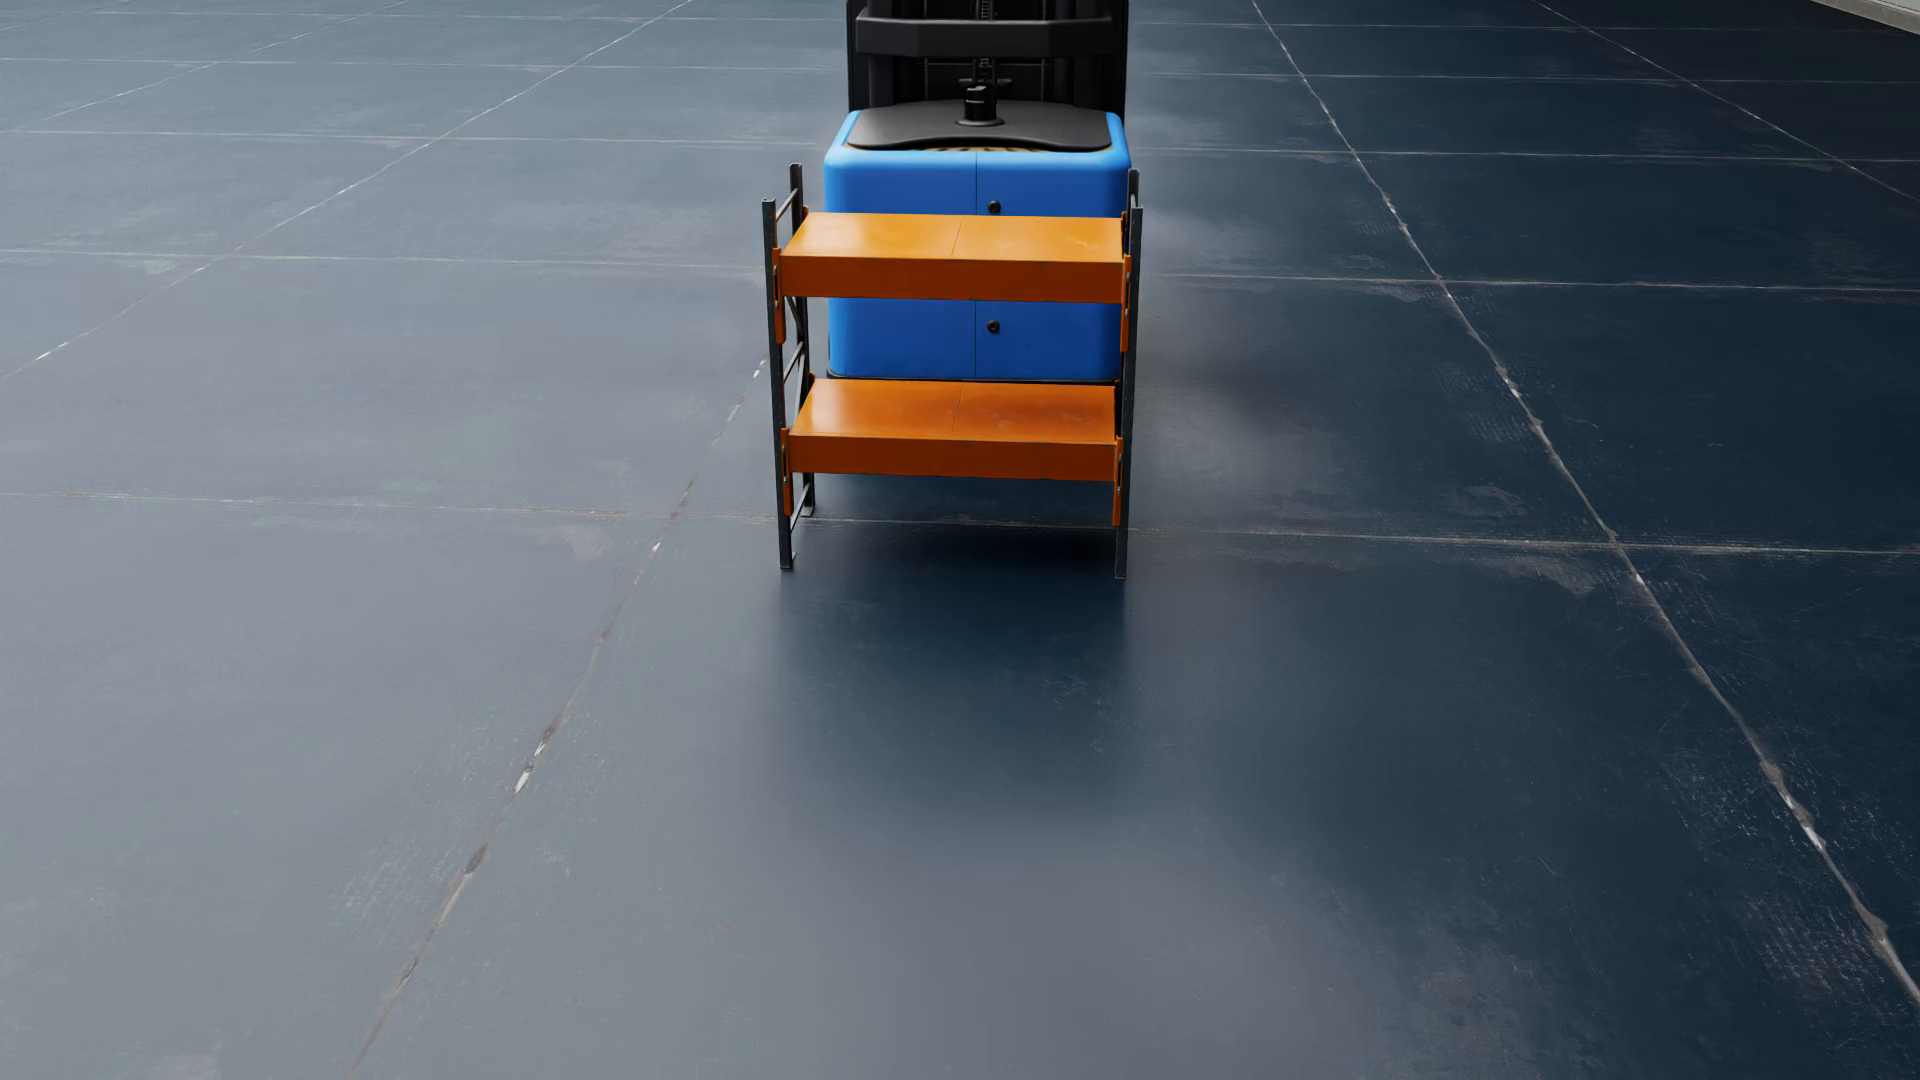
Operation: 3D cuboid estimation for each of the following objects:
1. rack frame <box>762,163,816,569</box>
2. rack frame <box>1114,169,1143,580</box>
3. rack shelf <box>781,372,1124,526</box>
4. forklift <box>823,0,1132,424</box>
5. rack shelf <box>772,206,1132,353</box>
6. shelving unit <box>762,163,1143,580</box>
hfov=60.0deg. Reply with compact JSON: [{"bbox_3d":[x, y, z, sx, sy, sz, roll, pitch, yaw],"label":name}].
[{"bbox_3d":[-0.514,-0.527,5.051,0.032,1.125,0.500,2,25,4],"label":"rack frame"},{"bbox_3d":[0.500,-0.495,4.980,0.032,1.125,0.500,2,25,4],"label":"rack frame"},{"bbox_3d":[-0.007,-0.289,5.118,1.000,0.278,0.538,2,25,4],"label":"rack shelf"},{"bbox_3d":[0.115,-2.231,6.593,1.130,2.935,3.031,1,25,2],"label":"forklift"},{"bbox_3d":[-0.007,-0.777,4.893,1.000,0.278,0.538,2,25,4],"label":"rack shelf"},{"bbox_3d":[-0.007,-0.511,5.015,1.048,1.125,0.538,2,25,4],"label":"shelving unit"}]
